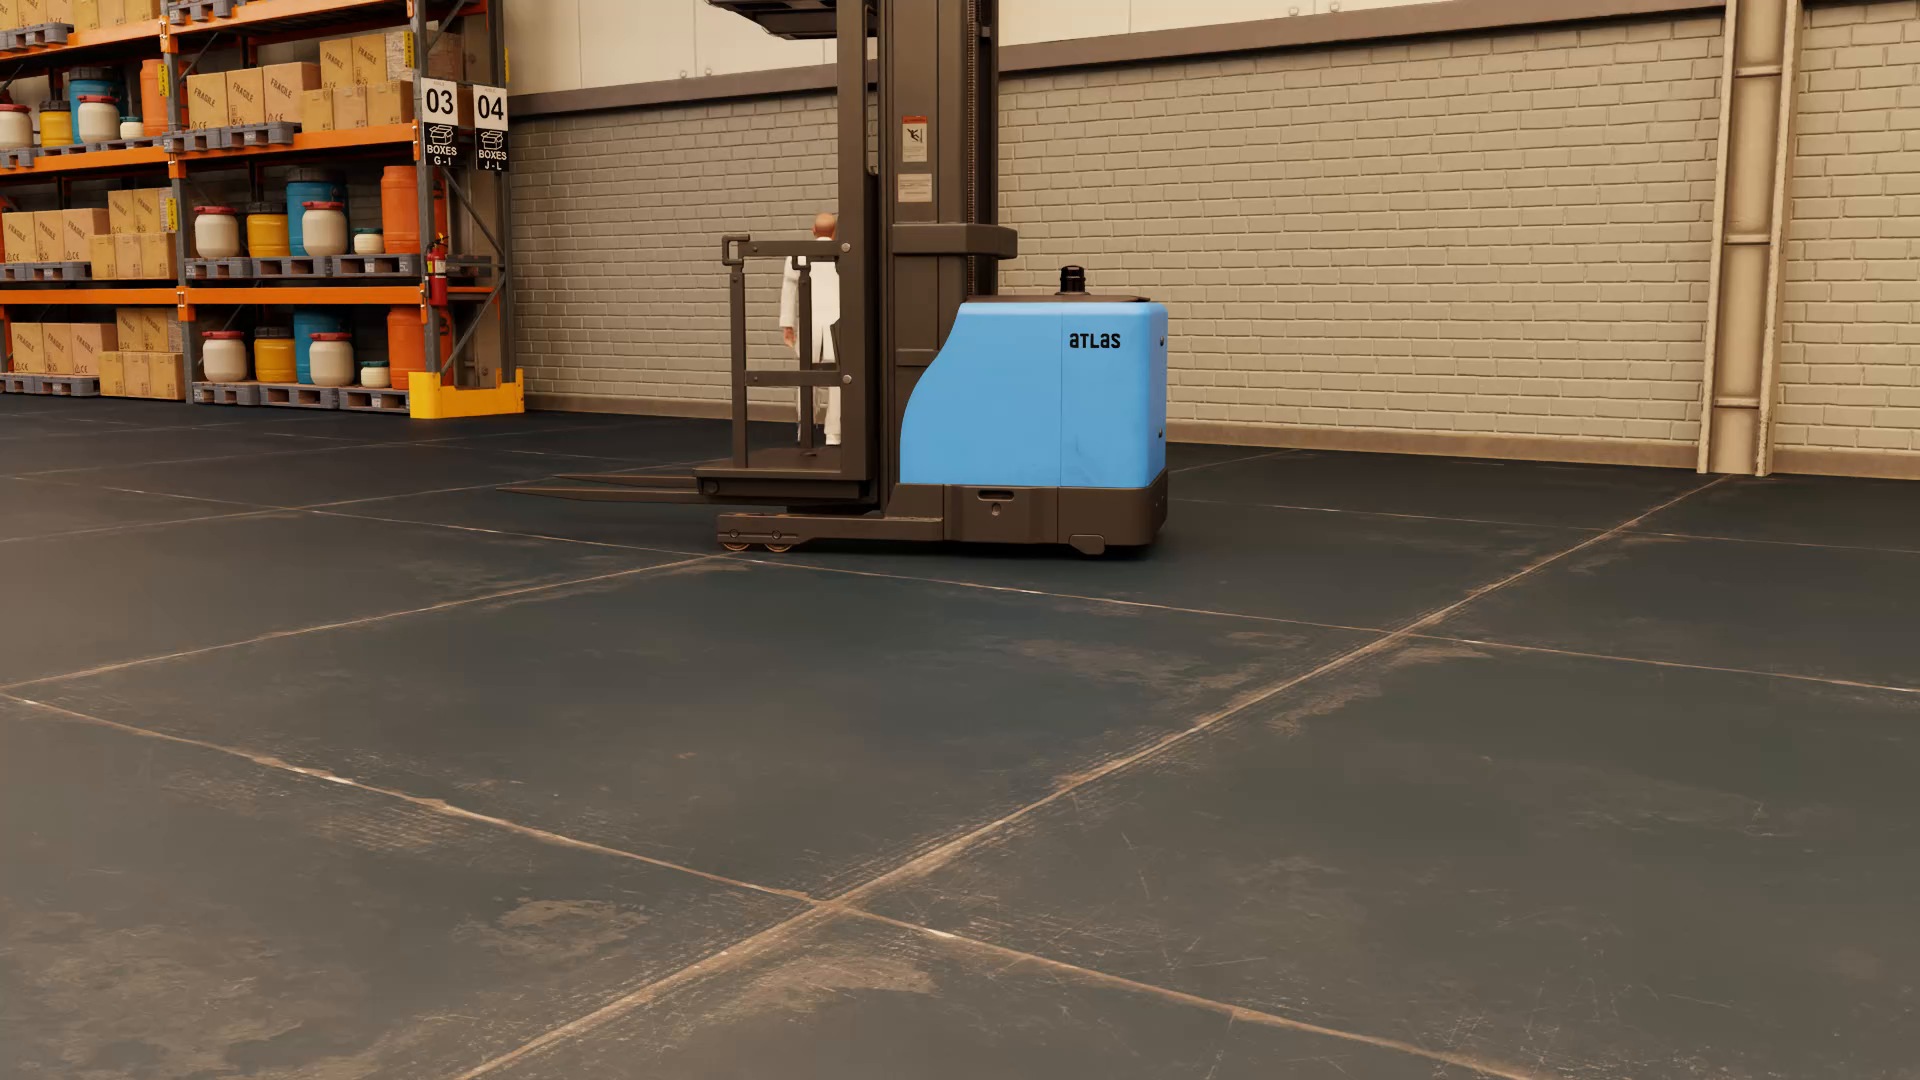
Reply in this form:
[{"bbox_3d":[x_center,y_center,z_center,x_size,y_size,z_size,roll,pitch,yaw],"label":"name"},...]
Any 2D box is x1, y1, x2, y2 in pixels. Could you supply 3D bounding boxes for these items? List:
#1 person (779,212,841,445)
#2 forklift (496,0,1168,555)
[{"bbox_3d":[-1.027,-1.586,12.776,0.700,1.829,0.558,1,8,9],"label":"person"},{"bbox_3d":[-0.596,-1.469,7.520,3.031,2.935,1.130,2,8,12],"label":"forklift"}]
